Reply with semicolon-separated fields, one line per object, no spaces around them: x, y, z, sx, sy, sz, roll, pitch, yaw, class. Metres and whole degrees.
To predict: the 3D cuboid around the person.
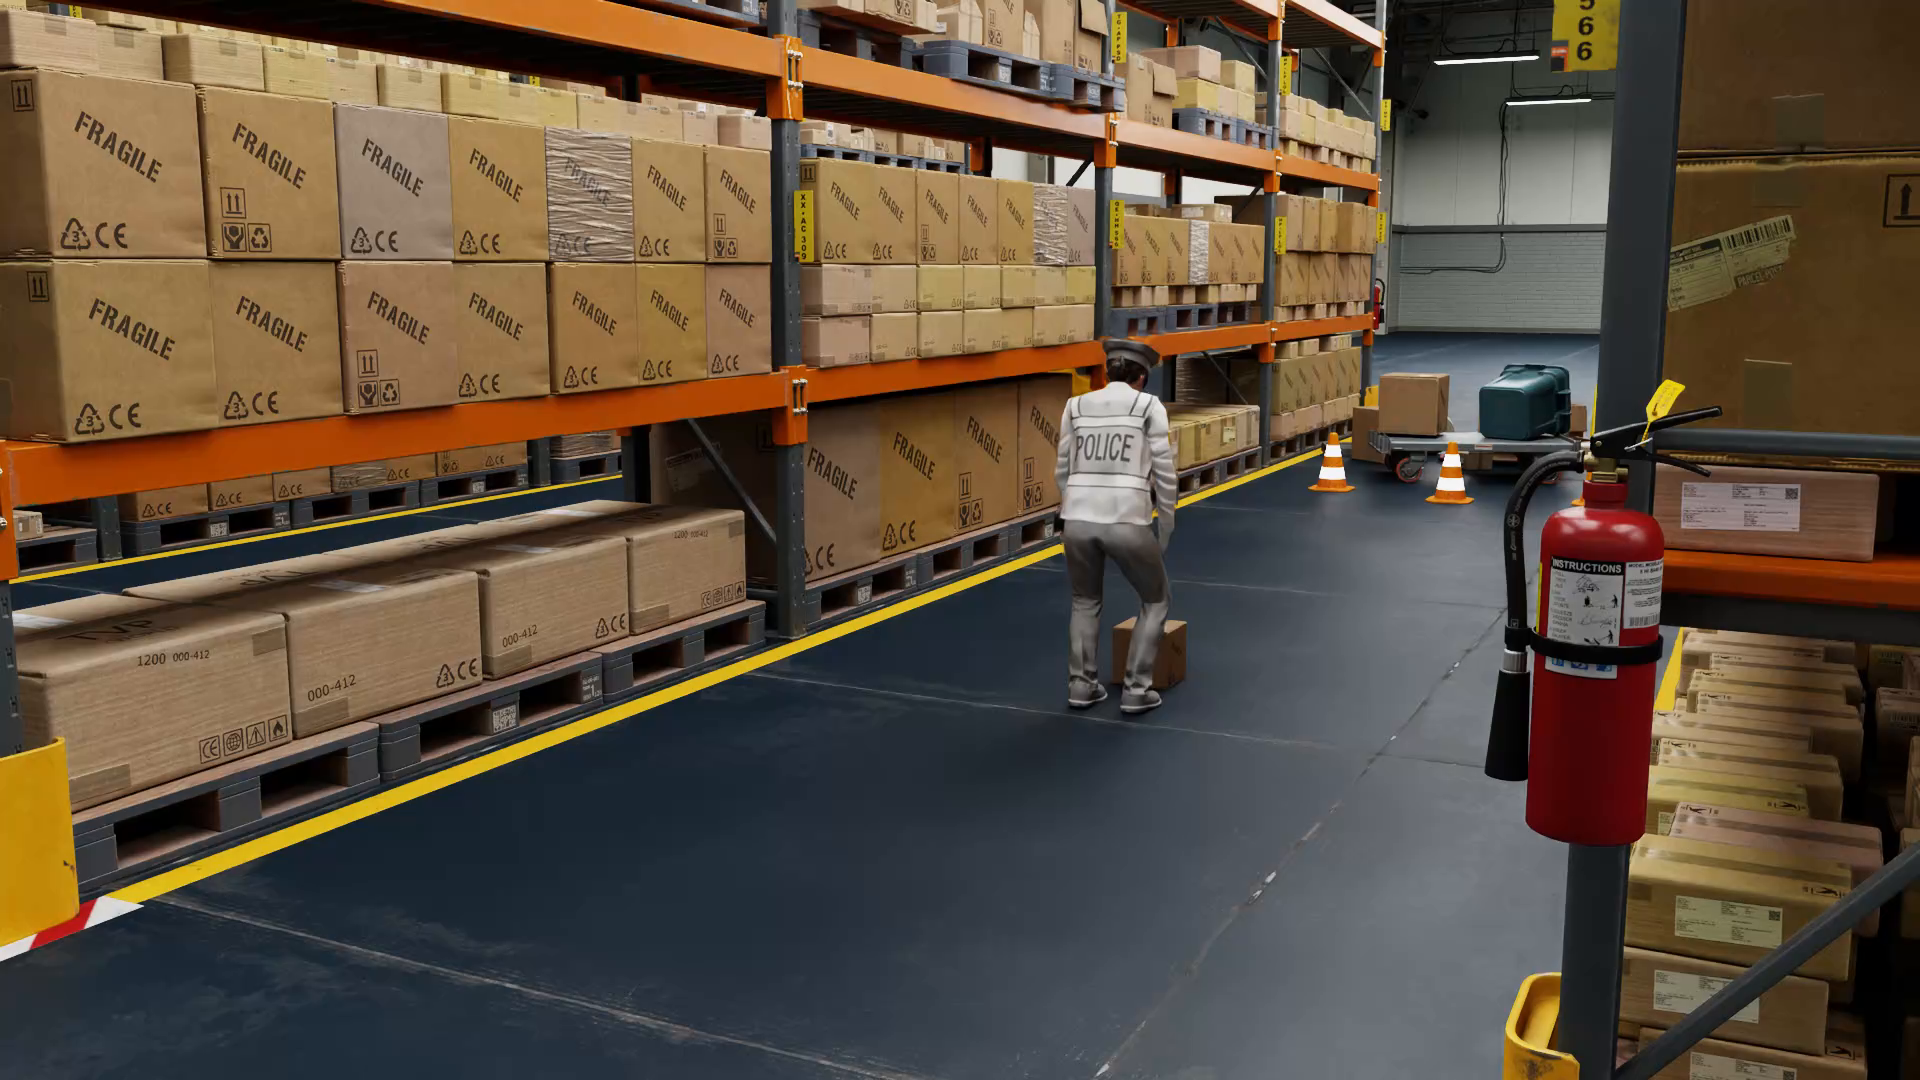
0.646;-0.059;6.784;0.473;1.501;0.613;5;10;27;person
